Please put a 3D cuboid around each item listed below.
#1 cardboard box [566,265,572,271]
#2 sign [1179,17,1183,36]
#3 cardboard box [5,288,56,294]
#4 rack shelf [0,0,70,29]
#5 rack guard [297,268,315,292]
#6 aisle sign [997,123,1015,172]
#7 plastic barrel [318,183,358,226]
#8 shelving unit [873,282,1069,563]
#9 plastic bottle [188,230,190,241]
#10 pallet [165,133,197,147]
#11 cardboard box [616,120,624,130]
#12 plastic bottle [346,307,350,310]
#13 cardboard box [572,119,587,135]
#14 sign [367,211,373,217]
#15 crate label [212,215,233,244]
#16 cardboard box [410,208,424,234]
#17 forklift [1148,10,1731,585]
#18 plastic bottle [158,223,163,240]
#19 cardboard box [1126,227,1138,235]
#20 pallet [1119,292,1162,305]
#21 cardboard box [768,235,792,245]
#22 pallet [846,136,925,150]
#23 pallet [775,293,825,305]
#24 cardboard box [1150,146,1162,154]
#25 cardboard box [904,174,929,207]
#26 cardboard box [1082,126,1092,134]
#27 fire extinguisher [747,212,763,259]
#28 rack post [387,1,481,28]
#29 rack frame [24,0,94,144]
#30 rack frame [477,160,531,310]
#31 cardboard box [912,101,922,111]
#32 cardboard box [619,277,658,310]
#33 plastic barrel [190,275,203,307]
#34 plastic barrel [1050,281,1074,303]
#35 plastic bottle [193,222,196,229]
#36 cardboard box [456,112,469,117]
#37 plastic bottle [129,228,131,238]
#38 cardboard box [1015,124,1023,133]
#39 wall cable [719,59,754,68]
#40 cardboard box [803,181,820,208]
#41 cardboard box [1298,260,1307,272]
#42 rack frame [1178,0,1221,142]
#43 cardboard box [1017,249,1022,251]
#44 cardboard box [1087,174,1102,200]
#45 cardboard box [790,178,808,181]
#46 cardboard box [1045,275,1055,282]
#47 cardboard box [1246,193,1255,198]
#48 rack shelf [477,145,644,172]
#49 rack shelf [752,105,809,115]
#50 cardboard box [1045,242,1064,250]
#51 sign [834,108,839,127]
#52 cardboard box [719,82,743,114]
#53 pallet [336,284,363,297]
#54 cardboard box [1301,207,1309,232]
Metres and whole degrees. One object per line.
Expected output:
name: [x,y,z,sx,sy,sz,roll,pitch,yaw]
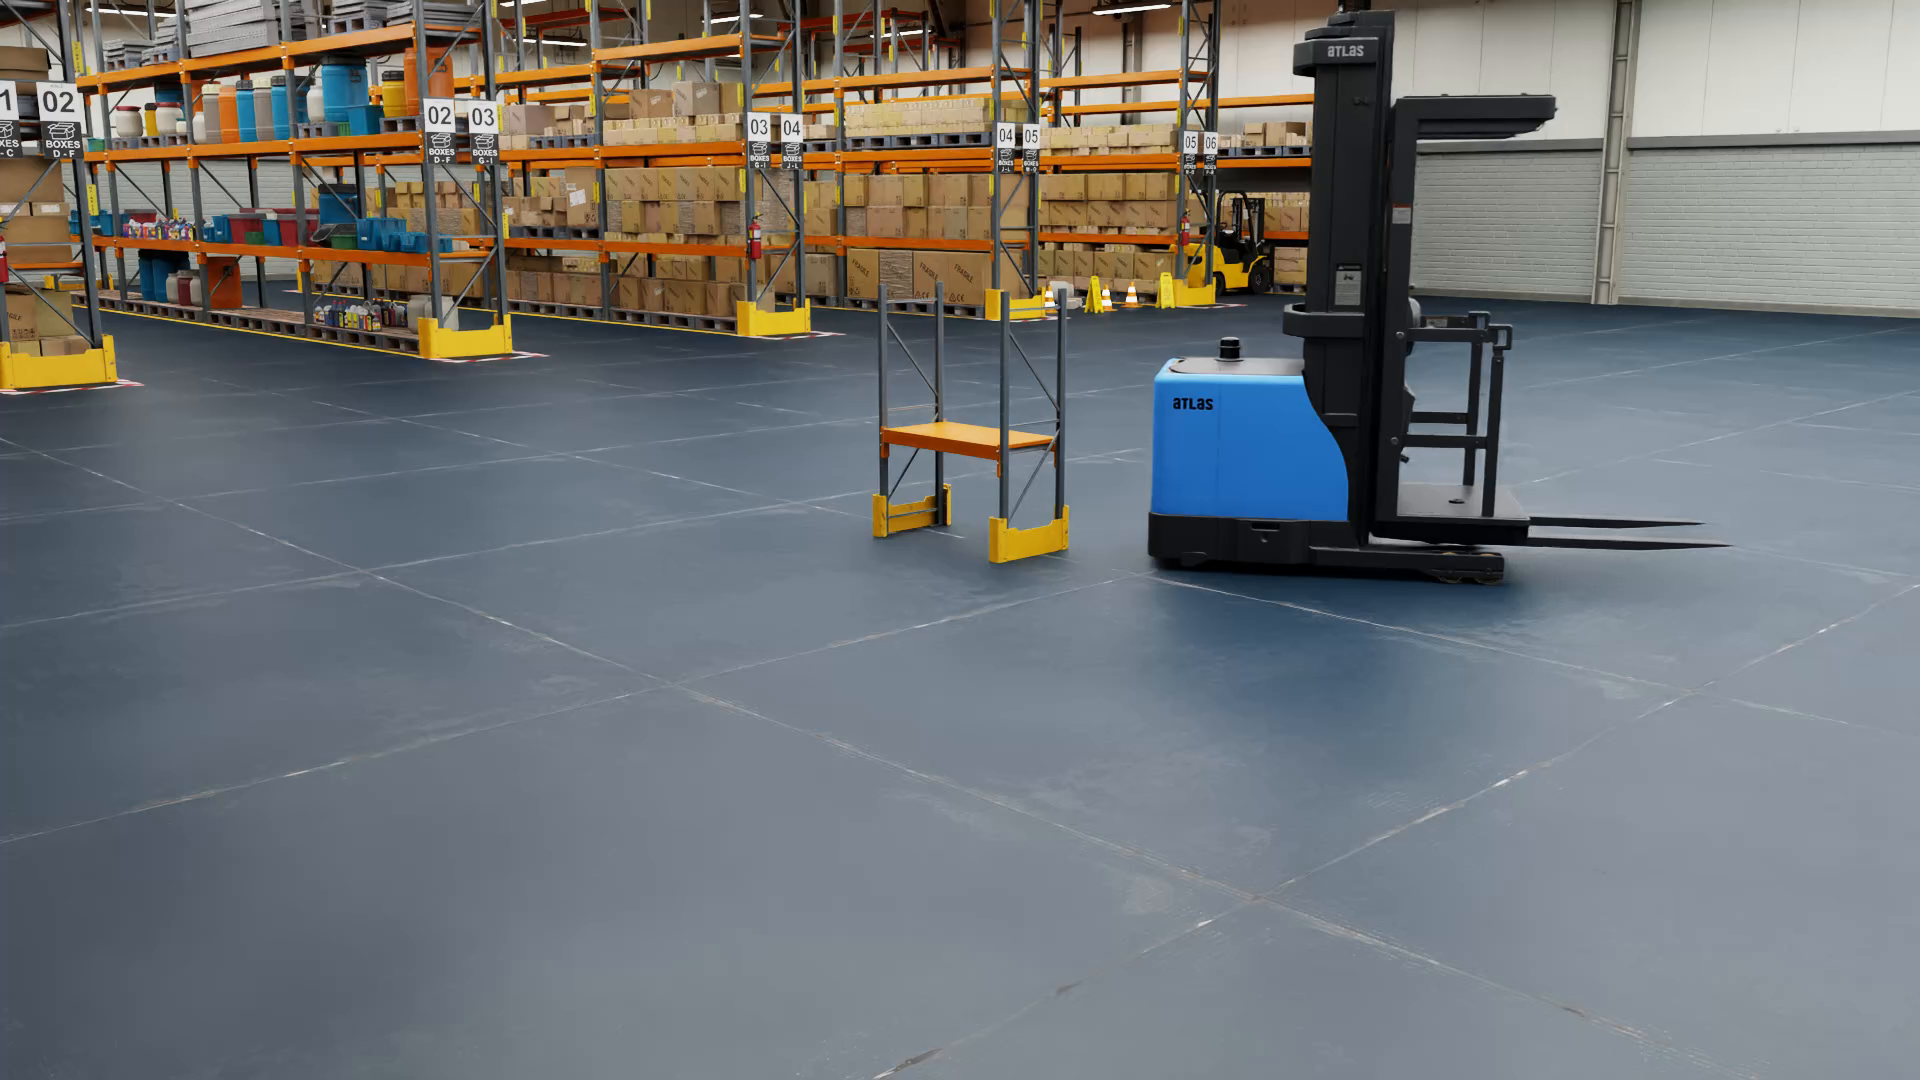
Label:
cardboard box: [-8.666,-6.145,37.590,0.250,0.149,0.380,11,16,42]
sign: [4.020,-9.339,30.233,0.100,0.325,0.005,-11,16,-43]
cardboard box: [-10.810,-2.659,19.297,0.500,0.500,0.500,-11,16,-43]
rack shelf: [-11.280,-5.861,18.834,1.077,0.370,4.000,-11,16,-43]
rack guard: [-13.798,-5.673,36.210,1.175,0.500,0.348,-11,16,-43]
aisle sign: [0.757,-6.457,27.375,0.394,0.787,0.004,-11,16,-43]
plastic barrel: [-9.124,-4.797,24.518,0.600,0.901,0.708,-11,16,-43]
shelving unit: [0.053,-0.723,9.706,0.587,1.500,1.083,-11,16,-43]
plastic bottle: [-12.493,-4.958,27.036,0.097,0.201,0.097,0,12,0]
pallet: [-12.296,-6.538,27.248,1.003,0.211,1.213,-11,16,-43]
cardboard box: [-5.259,-6.614,26.532,0.250,0.149,0.380,11,16,42]
plastic bottle: [-8.632,-3.152,23.448,0.097,0.271,0.097,0,12,0]
cardboard box: [-6.216,-6.875,27.707,0.396,0.266,0.258,-10,15,-41]
sign: [-8.671,-4.663,24.427,0.100,0.325,0.005,-11,16,-43]
crate label: [-11.348,-4.871,26.034,0.502,0.435,0.616,-11,16,-43]
cardboard box: [-10.189,-6.111,31.892,0.500,0.500,0.500,11,16,44]
forklift: [2.605,-1.315,9.032,3.031,2.935,1.130,2,12,11]
plastic bottle: [-13.436,-5.192,27.969,0.061,0.283,0.133,-11,16,-43]
cardboard box: [3.406,-5.937,31.918,0.380,0.149,0.250,-11,16,-42]
pallet: [3.848,-4.709,32.245,1.003,0.211,1.213,-11,16,-43]
cardboard box: [-2.756,-4.511,24.996,0.380,0.149,0.250,-11,16,-43]
pallet: [-1.280,-7.124,29.843,1.003,0.211,1.213,-11,16,-43]
pallet: [-3.271,-4.734,32.365,1.003,0.211,1.213,-11,16,-43]
cardboard box: [3.791,-7.331,31.250,0.380,0.149,0.250,-11,16,-42]
cardboard box: [-0.498,-6.125,29.158,0.875,0.550,0.500,-11,16,-43]
cardboard box: [2.594,-7.987,32.456,0.380,0.149,0.250,-11,16,-43]
fire extinguisher: [-2.986,-4.440,24.222,0.296,0.674,0.183,-11,16,-43]
rack post: [-6.744,-6.690,21.324,0.937,0.300,0.954,-9,15,-37]
rack frame: [-17.363,-9.142,31.986,1.000,3.000,0.127,-11,16,-43]
rack frame: [-8.257,-5.727,30.274,1.000,3.000,0.127,-11,16,-43]
cardboard box: [-0.606,-7.451,28.570,0.380,0.149,0.250,-11,16,-42]
cardboard box: [-5.247,-4.060,27.340,0.500,0.500,0.500,11,16,43]
plastic barrel: [-12.644,-4.163,27.807,0.421,0.512,0.421,0,12,0]
plastic barrel: [1.914,-4.769,32.009,0.512,0.421,0.421,-1,12,-4]
plastic bottle: [-12.986,-5.306,28.354,0.144,0.351,0.185,-11,16,-43]
cardboard box: [-8.730,-7.531,30.302,0.797,0.503,0.637,-10,15,-39]
plastic bottle: [-14.471,-5.376,29.065,0.097,0.201,0.097,0,12,0]
cardboard box: [0.920,-6.931,28.020,0.380,0.149,0.250,-11,16,-42]
wall cable: [-5.998,-15.632,49.701,2.988,3.039,0.133,-11,16,-43]
cardboard box: [-2.541,-6.504,31.324,0.700,0.500,0.500,-11,16,-43]
cardboard box: [7.461,-5.764,34.988,0.500,0.250,0.500,-11,16,-43]
rack frame: [4.436,-8.878,30.705,1.000,3.000,0.127,-11,16,-43]
cardboard box: [1.613,-7.216,41.049,0.250,0.149,0.380,11,16,43]
cardboard box: [2.910,-6.896,32.486,0.700,0.500,0.500,-11,16,-43]
cardboard box: [-3.882,-8.630,40.033,0.380,0.149,0.250,-11,16,-43]
cardboard box: [1.885,-5.259,33.778,0.500,0.250,0.500,11,16,43]
cardboard box: [6.398,-7.430,35.948,0.380,0.149,0.250,-11,16,-42]
rack shelf: [-6.875,-6.552,28.627,1.077,0.370,4.000,-11,16,-43]
rack shelf: [-5.233,-10.373,40.735,1.077,0.370,4.000,-11,16,-43]
cardboard box: [1.928,-5.918,33.508,0.380,0.149,0.250,-11,16,-42]
sign: [-2.223,-7.619,29.963,0.100,0.325,0.005,-11,16,-43]
cardboard box: [-3.562,-6.722,25.448,0.500,0.500,0.500,-11,16,-43]
pallet: [-12.334,-5.245,34.845,1.003,0.211,1.213,-11,16,-43]
cardboard box: [7.493,-6.717,34.831,0.500,0.500,0.500,-11,16,-44]
